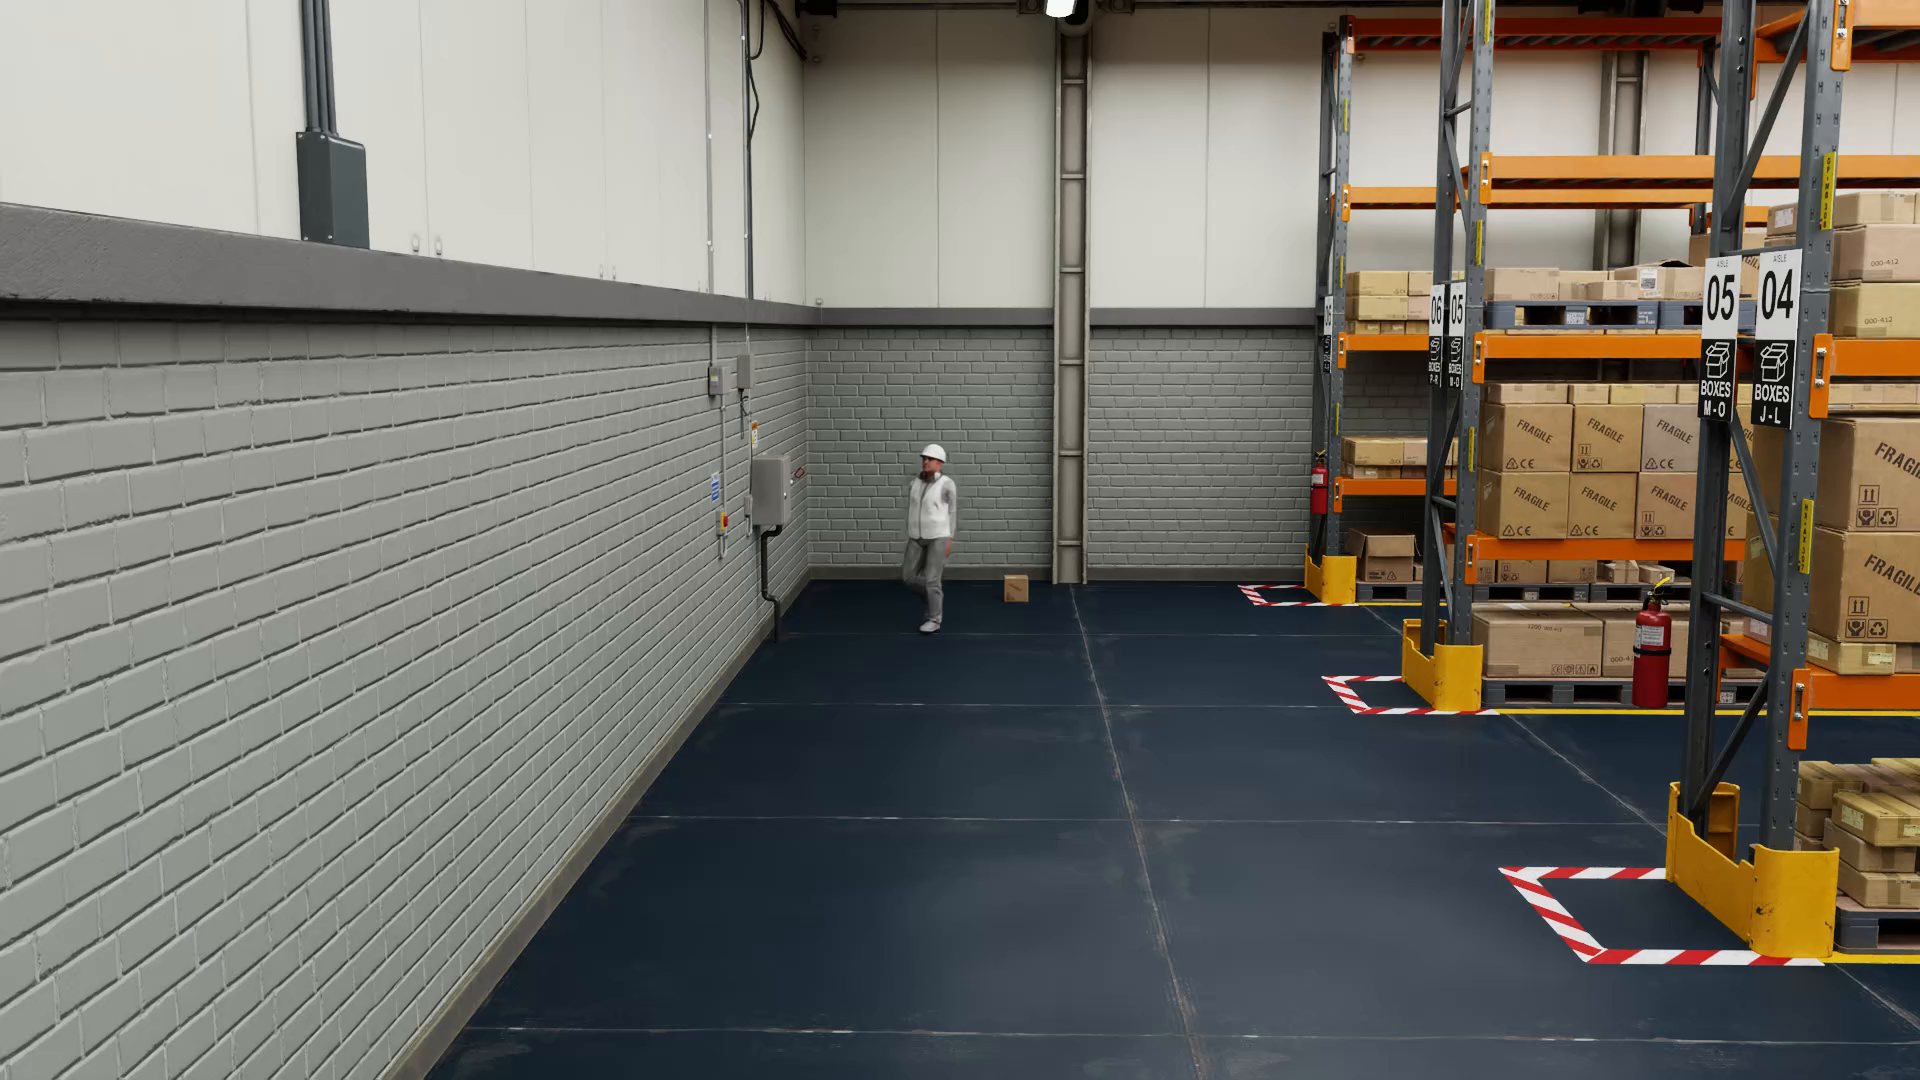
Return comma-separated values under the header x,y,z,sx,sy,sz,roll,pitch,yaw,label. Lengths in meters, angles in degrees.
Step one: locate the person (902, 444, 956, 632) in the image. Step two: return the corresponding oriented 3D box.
x,y,z,sx,sy,sz,roll,pitch,yaw,label
-0.273,-0.029,15.732,0.529,1.758,0.543,4,8,31,person
